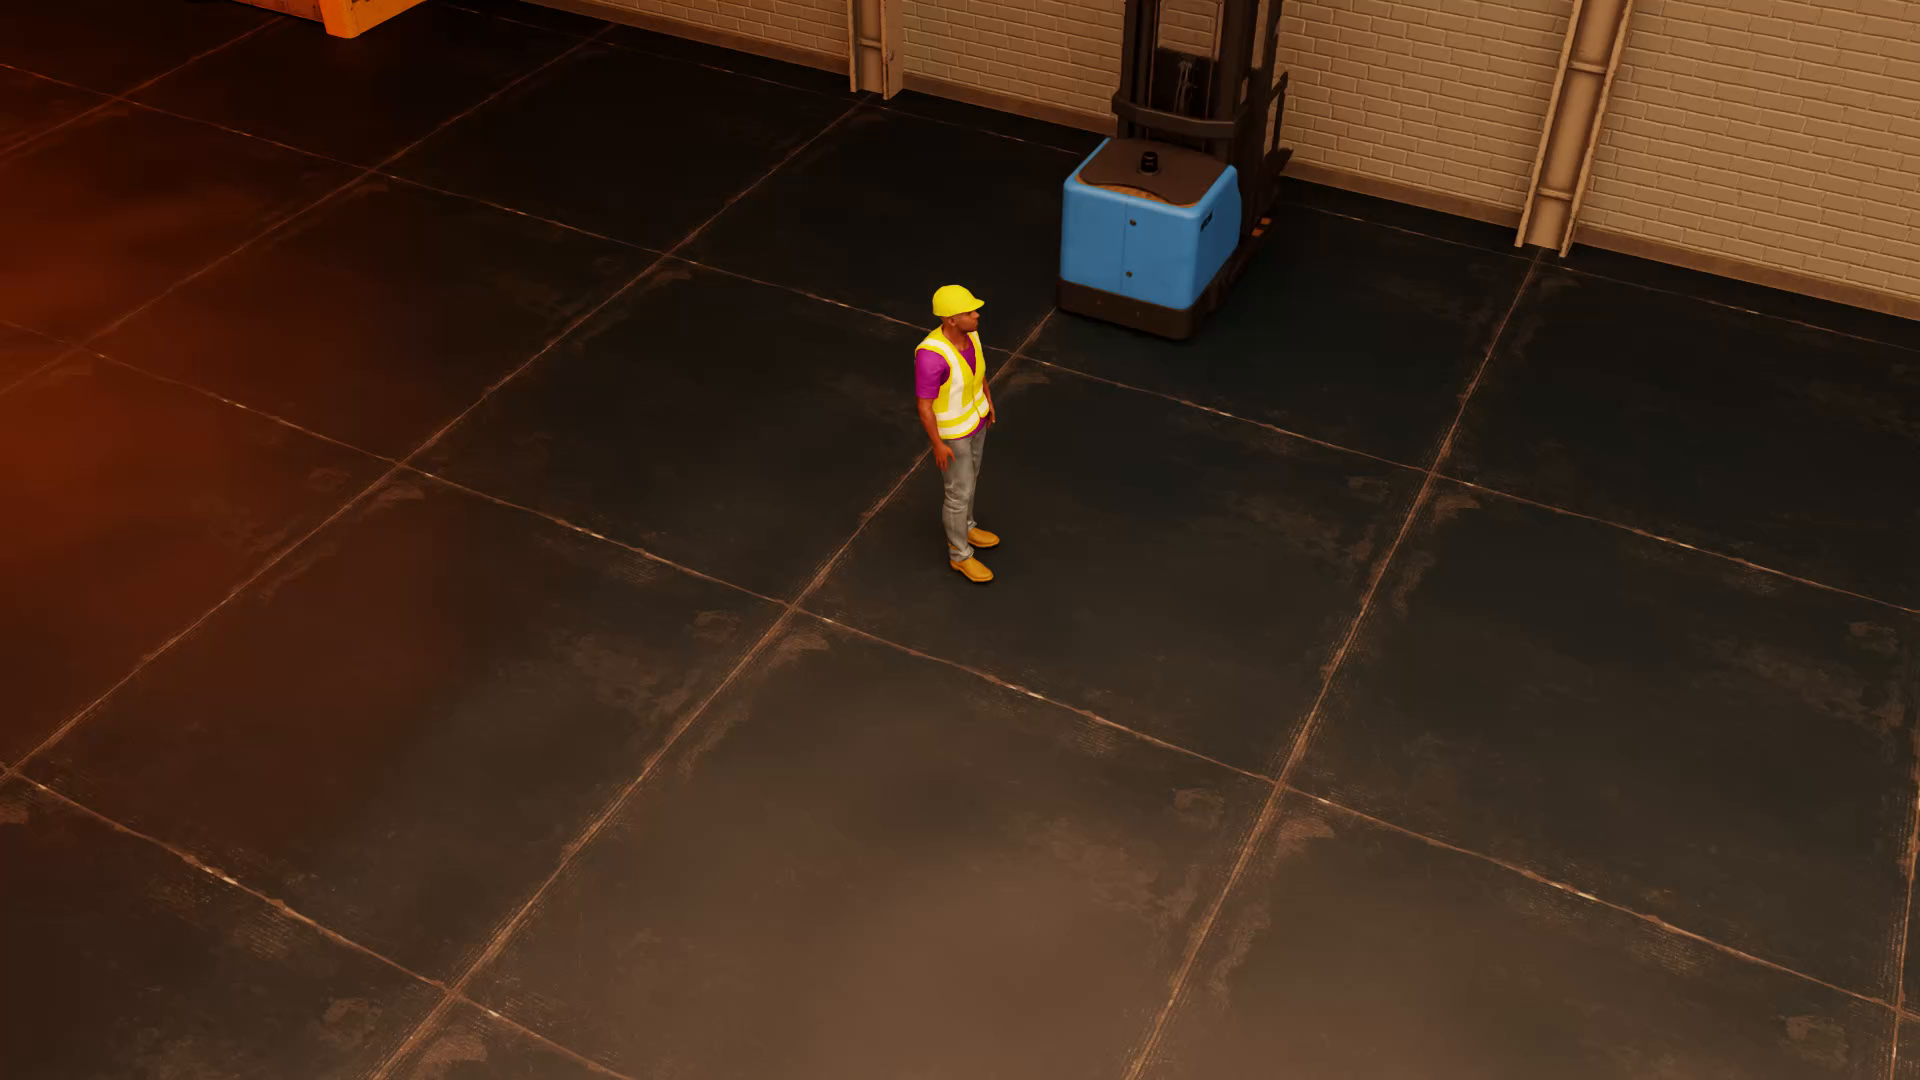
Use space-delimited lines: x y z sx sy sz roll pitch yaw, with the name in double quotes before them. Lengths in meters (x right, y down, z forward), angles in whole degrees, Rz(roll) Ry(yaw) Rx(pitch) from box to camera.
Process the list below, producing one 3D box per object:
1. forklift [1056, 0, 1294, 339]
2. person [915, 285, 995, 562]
"forklift" 1.824 -3.494 12.136 1.130 2.935 3.031 18 43 20
"person" -0.010 -0.703 9.669 0.418 1.709 0.666 18 43 21
